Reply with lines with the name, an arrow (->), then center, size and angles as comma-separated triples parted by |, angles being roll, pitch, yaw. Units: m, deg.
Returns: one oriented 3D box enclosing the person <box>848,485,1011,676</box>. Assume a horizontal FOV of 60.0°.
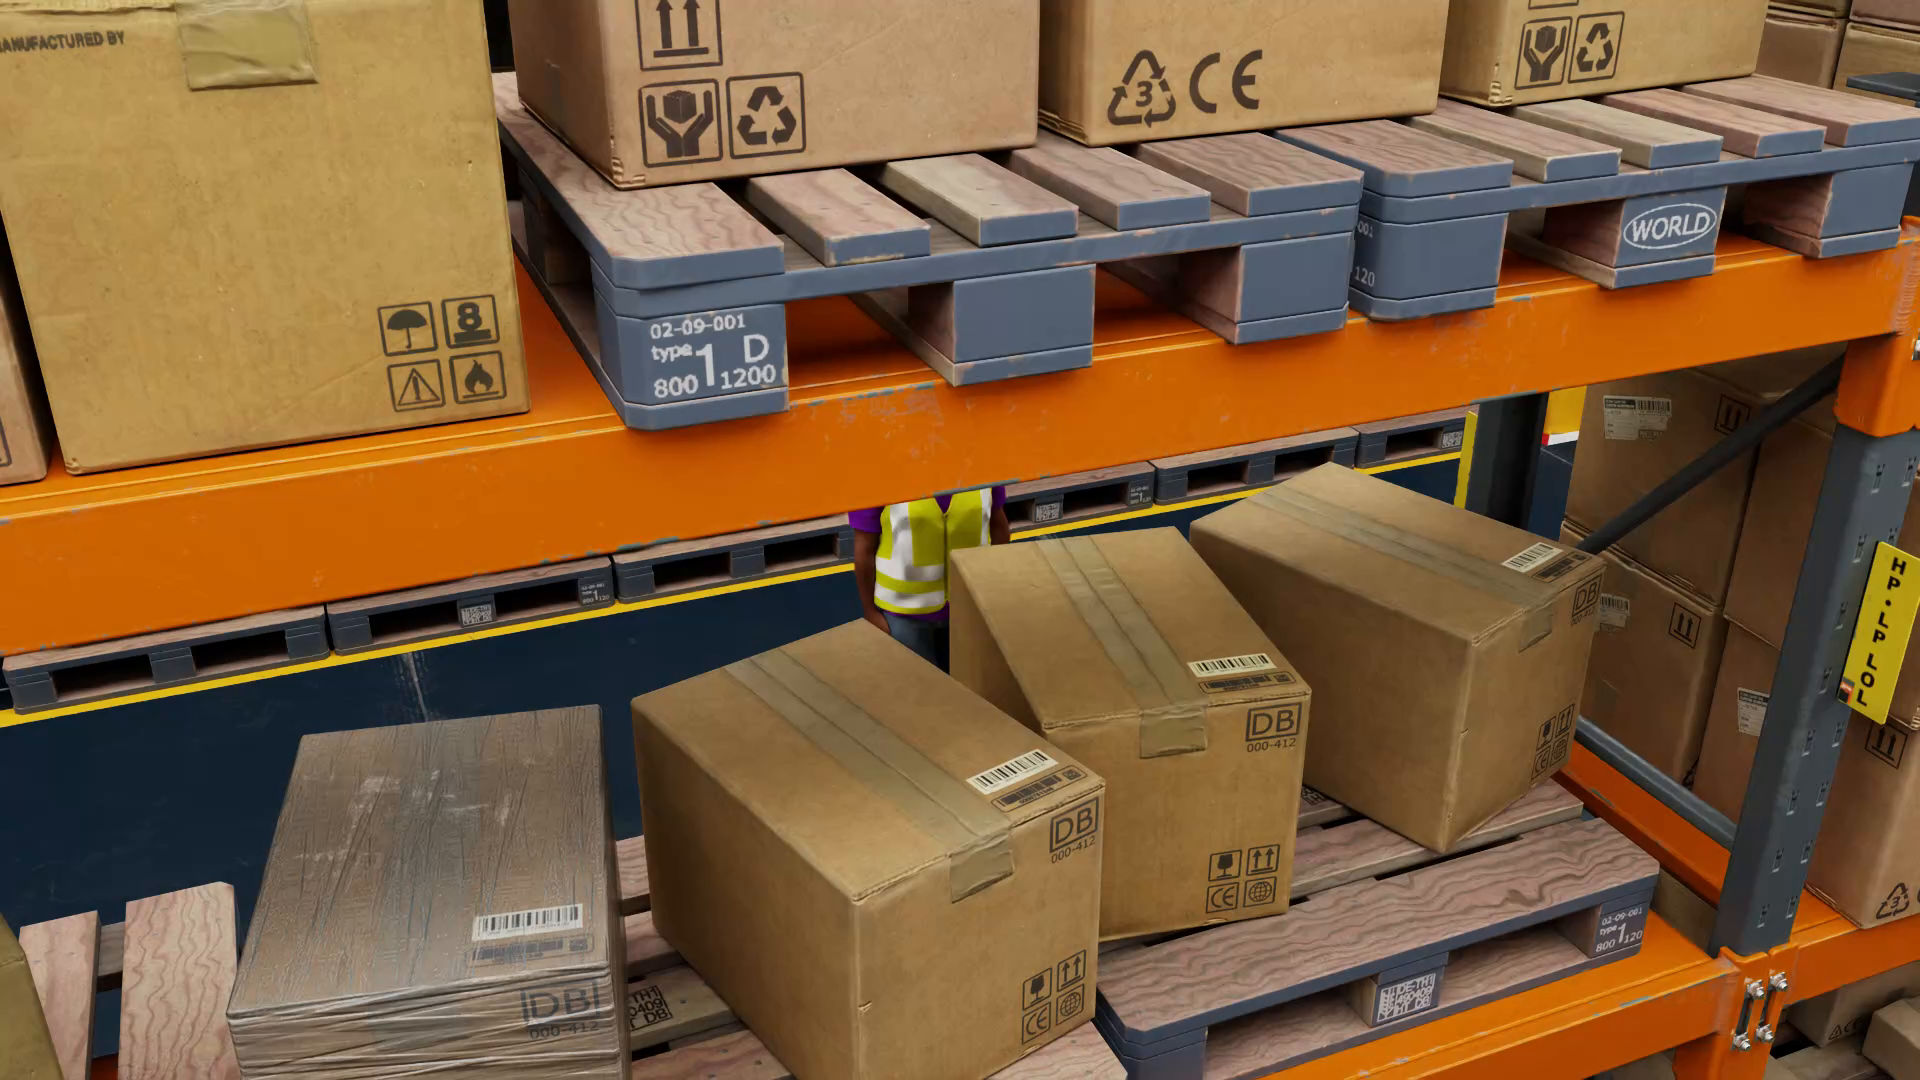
person -> -0.081, 0.212, 5.674 | 0.562, 1.783, 0.380 | -10, 27, -19
